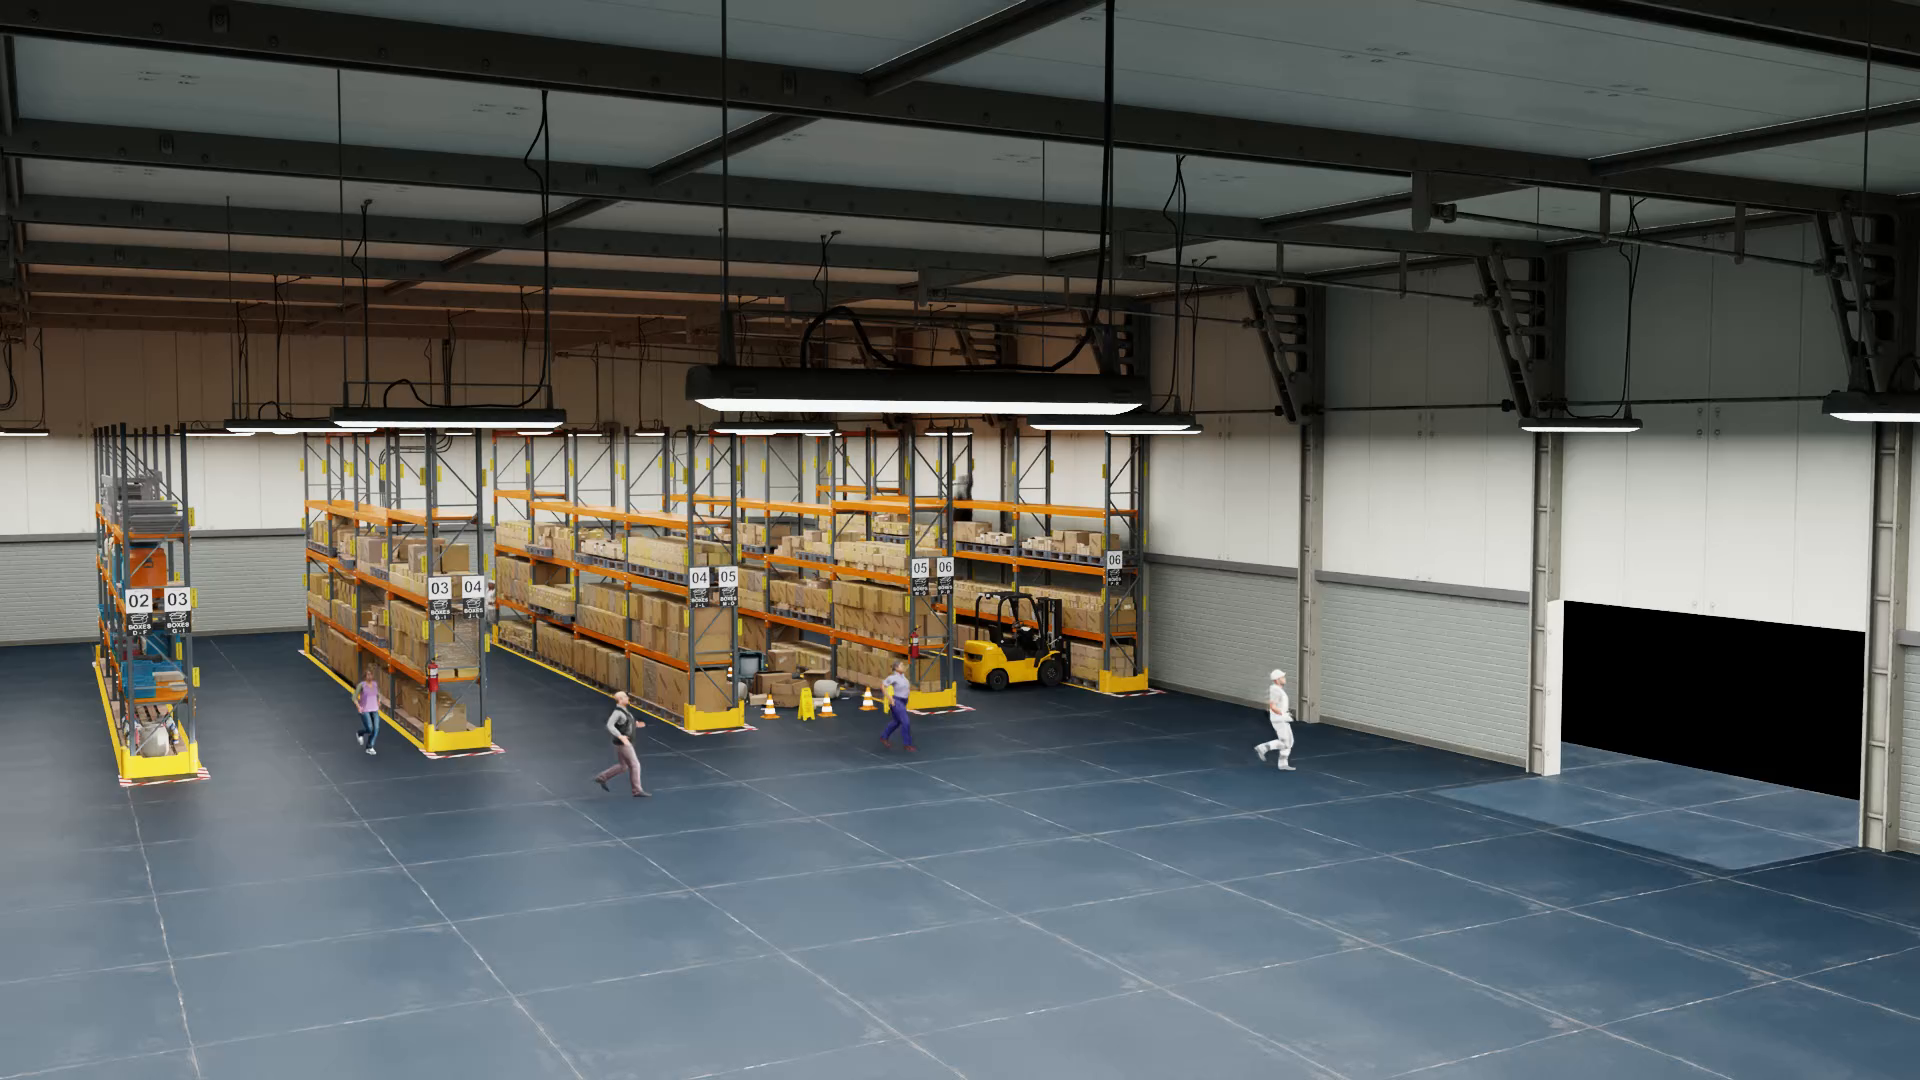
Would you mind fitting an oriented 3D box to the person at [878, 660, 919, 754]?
[{"bbox_3d":[-1.127,3.042,30.484,0.875,1.678,0.594,1,4,19],"label":"person"}]

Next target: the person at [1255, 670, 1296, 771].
[{"bbox_3d":[5.465,3.112,28.746,0.704,1.749,0.656,1,4,13],"label":"person"}]

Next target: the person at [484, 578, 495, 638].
[{"bbox_3d":[-13.448,1.973,47.578,0.680,1.764,0.646,2,4,36],"label":"person"}]

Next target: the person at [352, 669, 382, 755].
[{"bbox_3d":[-10.791,3.128,30.309,0.542,1.539,0.547,-3,5,-44],"label":"person"}]

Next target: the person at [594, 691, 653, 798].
[{"bbox_3d":[-5.369,3.255,26.477,0.930,1.699,0.666,0,3,-5],"label":"person"}]
